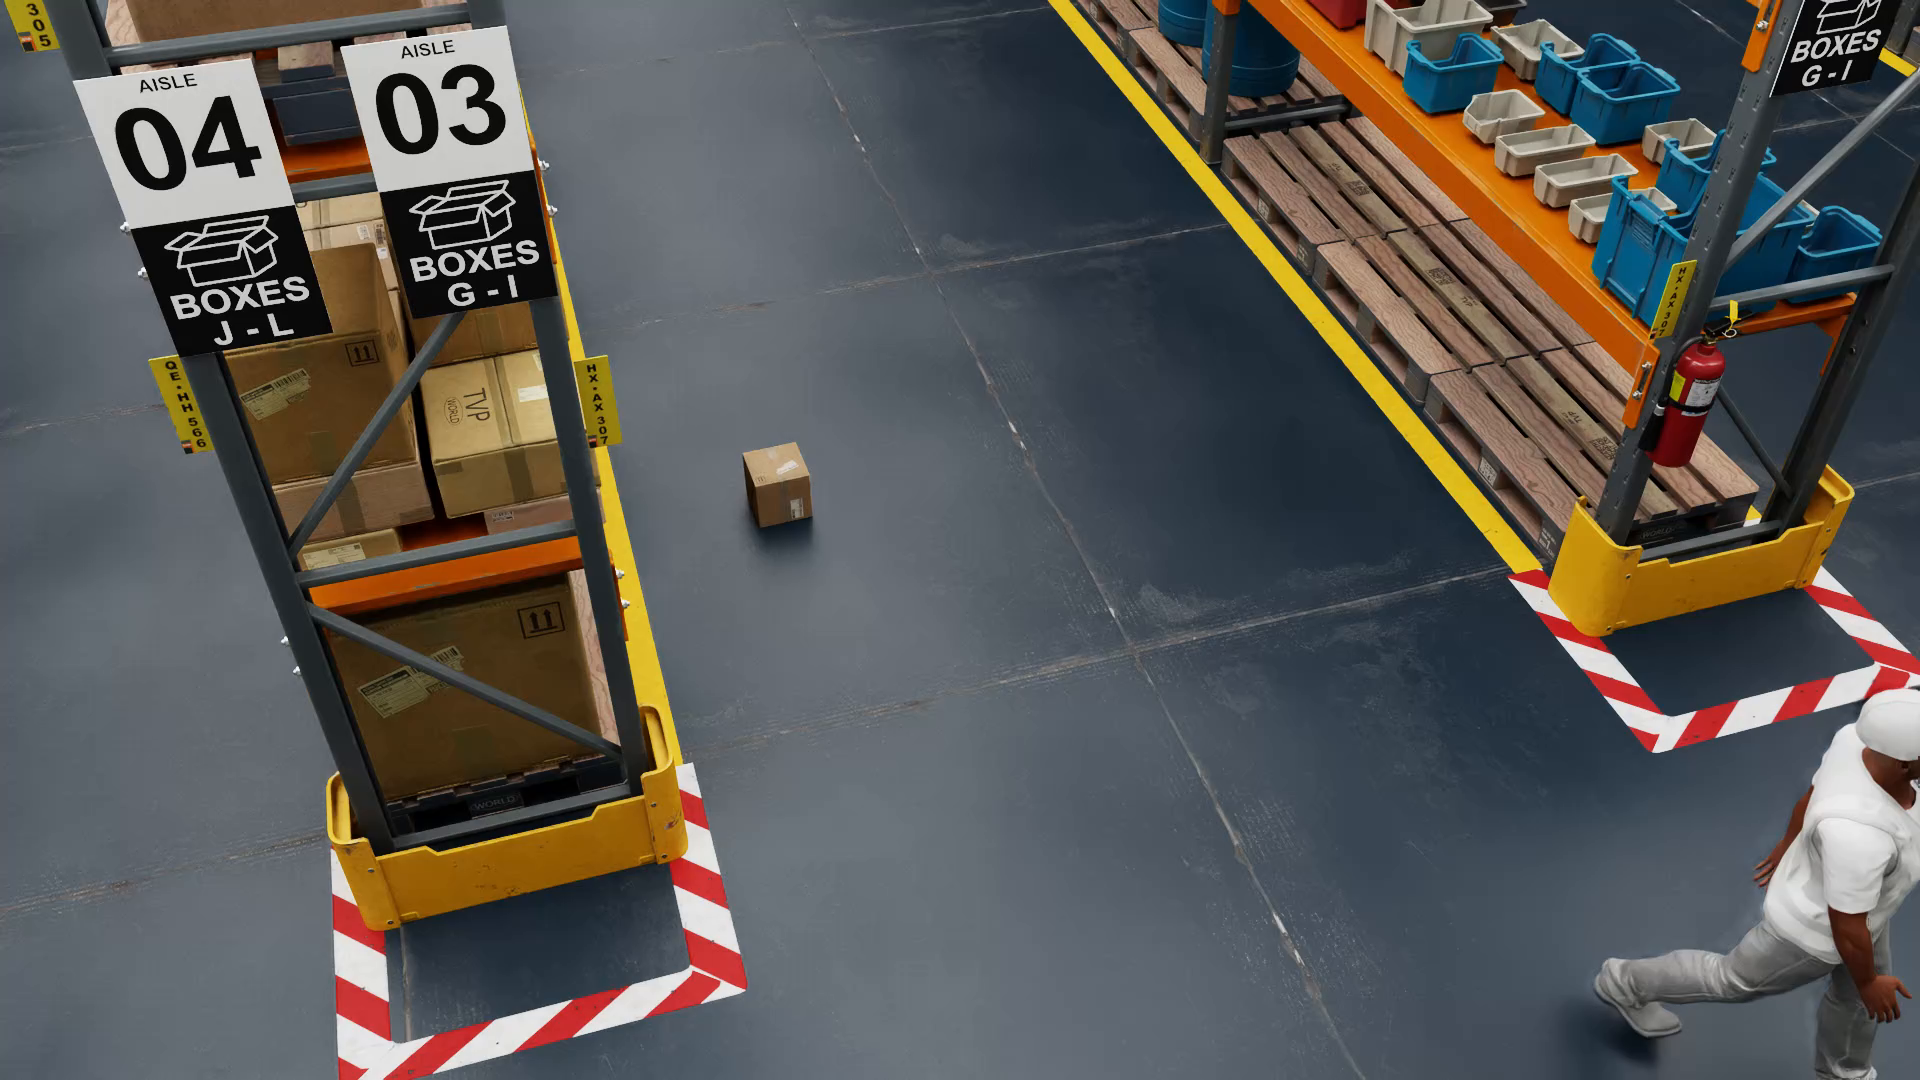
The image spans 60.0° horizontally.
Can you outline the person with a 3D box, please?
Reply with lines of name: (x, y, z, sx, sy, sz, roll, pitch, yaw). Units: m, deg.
person: (2.593, 1.099, 4.928, 1.028, 1.725, 0.556, 26, 48, 26)
